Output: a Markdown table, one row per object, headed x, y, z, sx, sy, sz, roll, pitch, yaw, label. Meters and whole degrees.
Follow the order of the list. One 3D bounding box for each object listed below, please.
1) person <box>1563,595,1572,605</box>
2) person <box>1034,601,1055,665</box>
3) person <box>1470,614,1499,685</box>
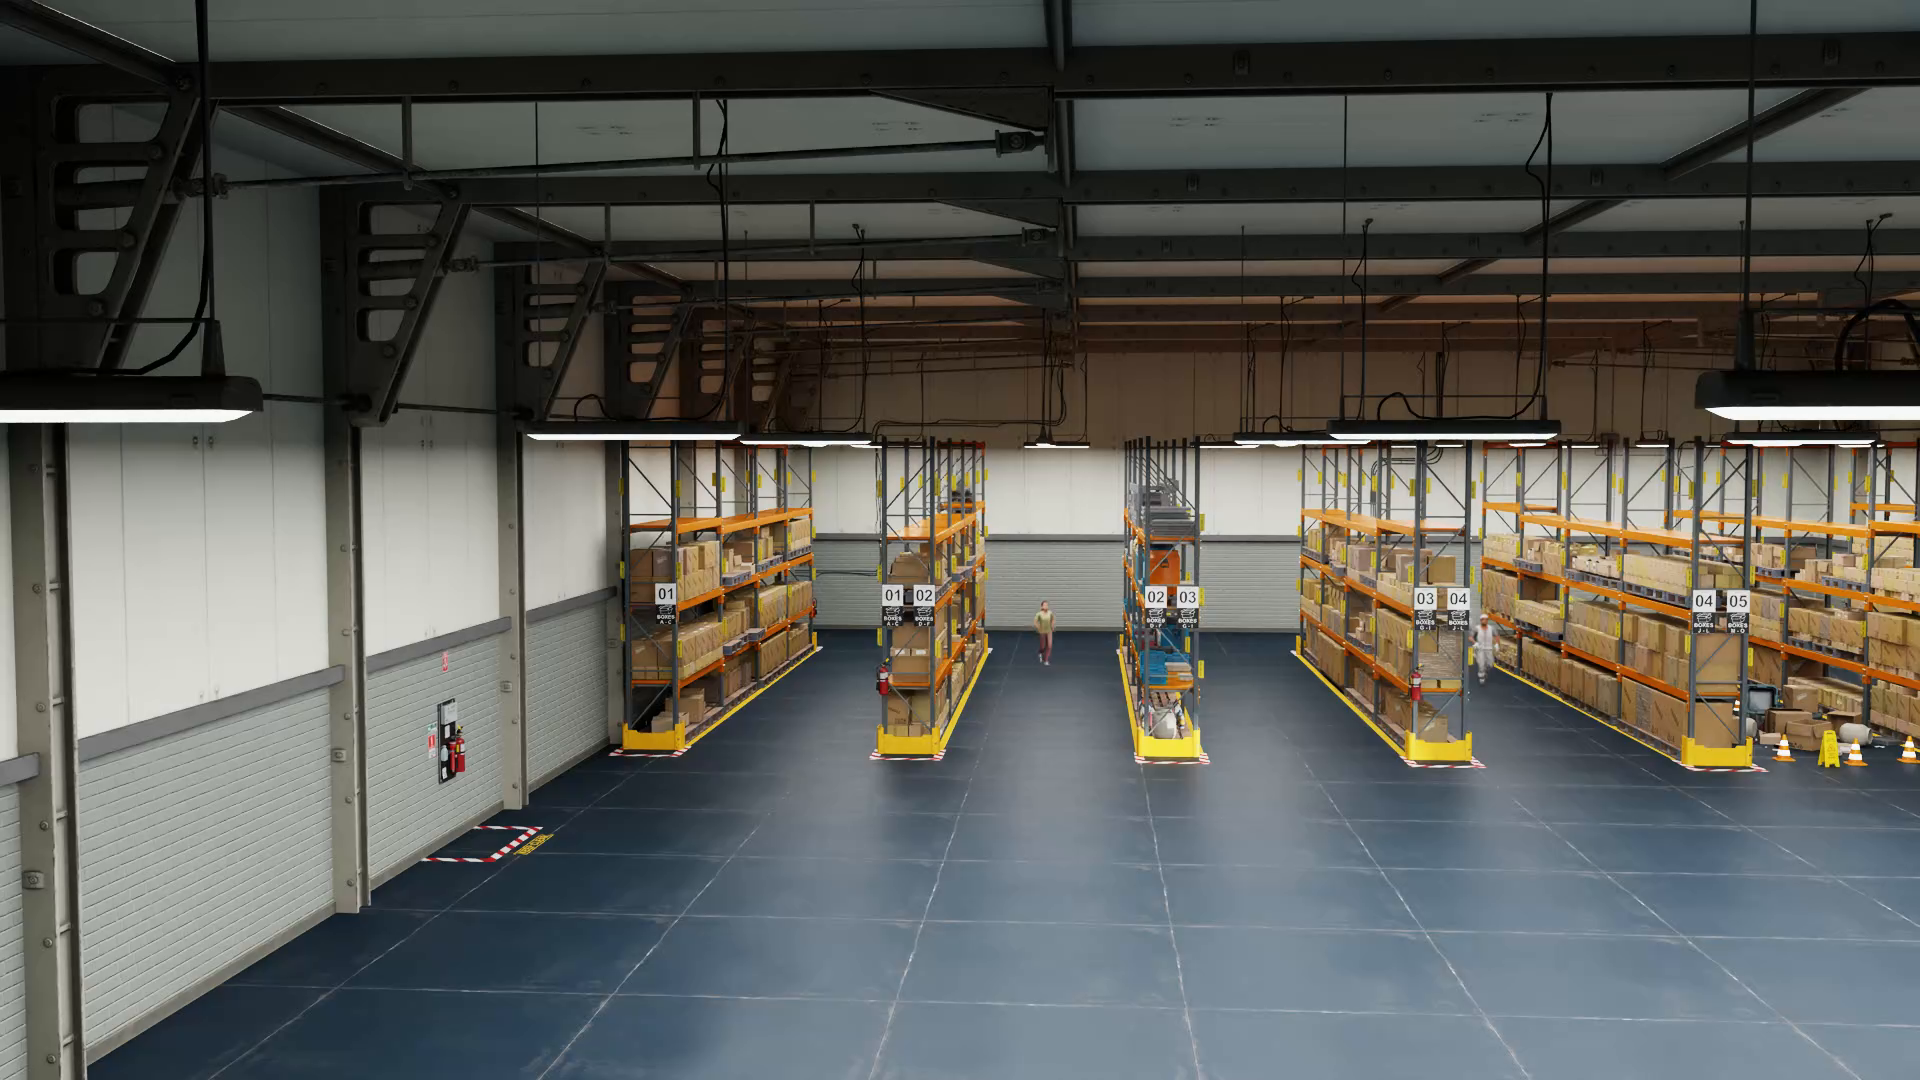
| x | y | z | sx | sy | sz | roll | pitch | yaw | label |
| --- | --- | --- | --- | --- | --- | --- | --- | --- | --- |
| 16.621 | 2.409 | 45.488 | 0.669 | 1.828 | 0.766 | 0 | 3 | -8 | person |
| 2.177 | 2.364 | 42.506 | 0.579 | 1.612 | 0.731 | -1 | 3 | -12 | person |
| 12.795 | 2.680 | 40.558 | 0.708 | 1.742 | 0.624 | 0 | 3 | 7 | person |
